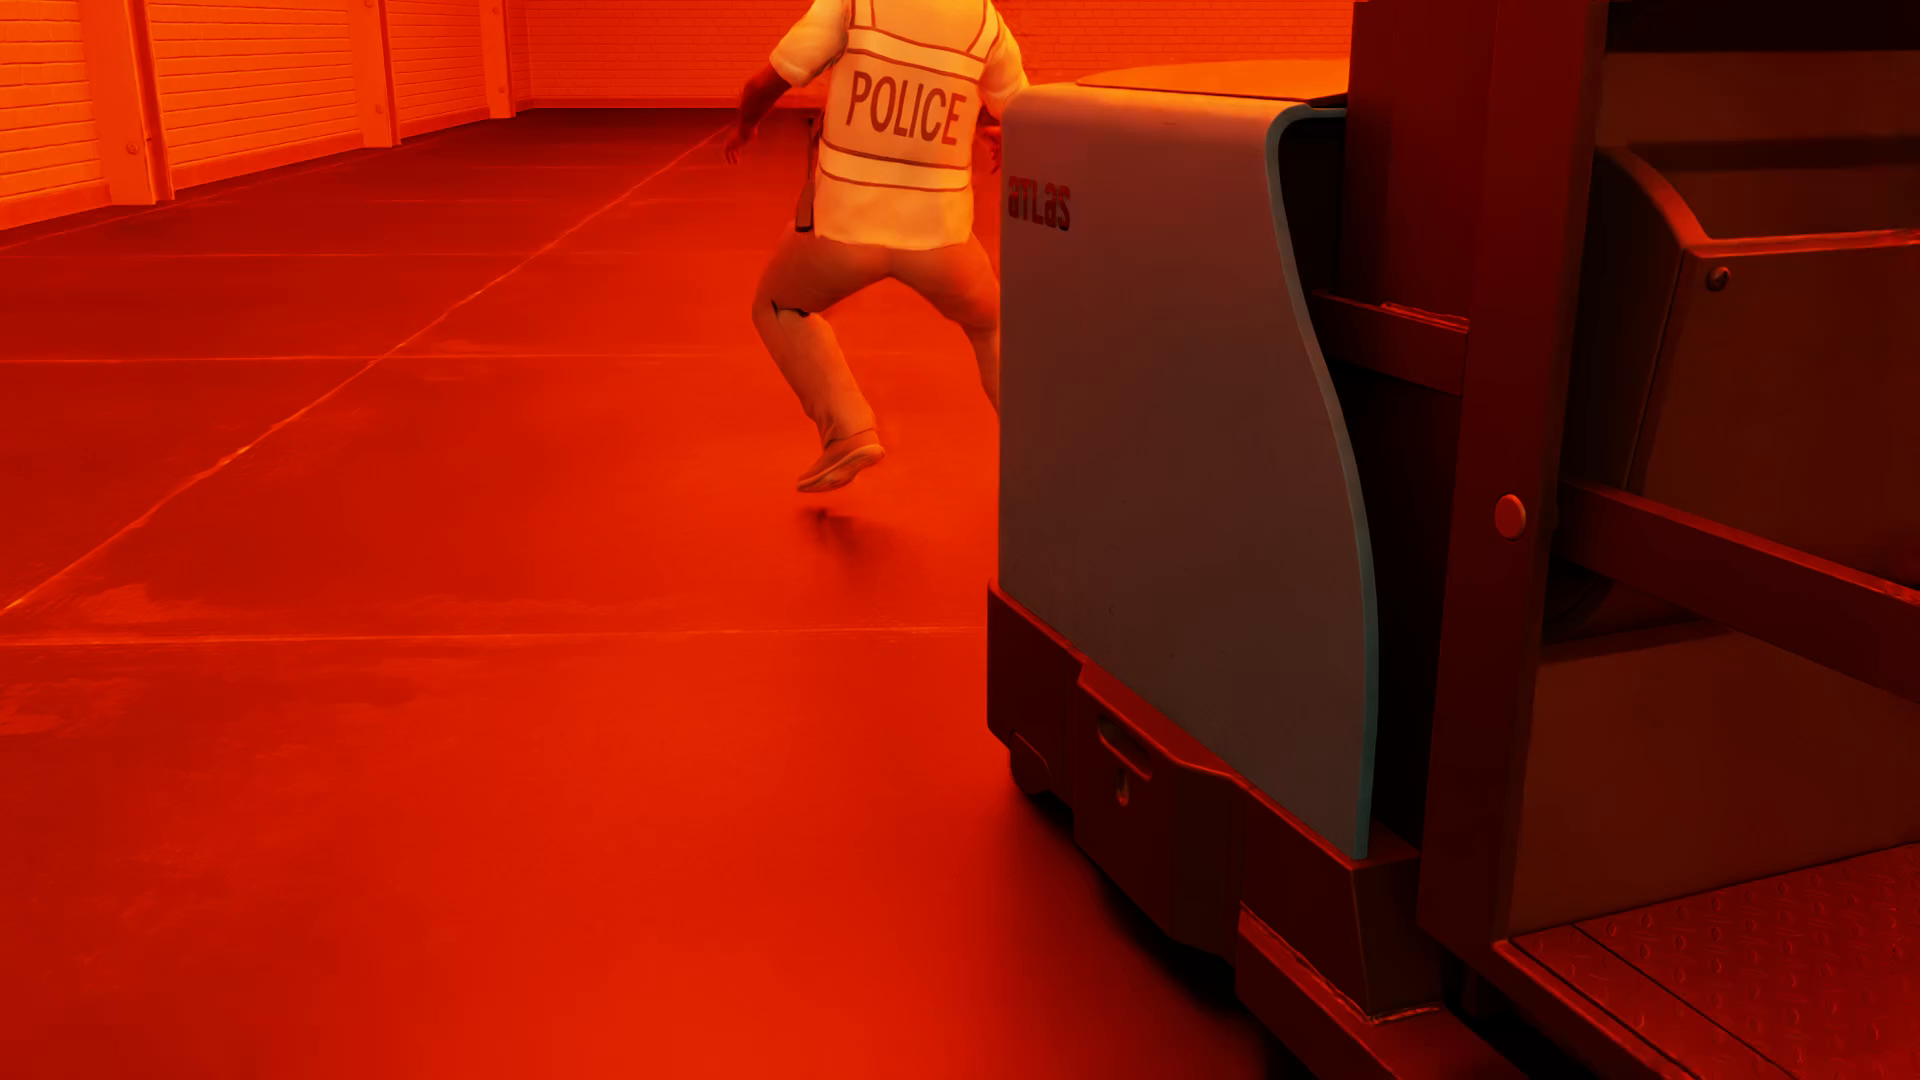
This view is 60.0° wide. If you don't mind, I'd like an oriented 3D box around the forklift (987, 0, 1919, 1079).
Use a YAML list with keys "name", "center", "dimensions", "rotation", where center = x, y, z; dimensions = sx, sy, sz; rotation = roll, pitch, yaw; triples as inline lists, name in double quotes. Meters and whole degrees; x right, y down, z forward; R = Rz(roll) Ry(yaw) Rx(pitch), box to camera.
- name: "forklift"
  center: [1.056, -0.697, 1.186]
  dimensions: [1.130, 2.935, 3.031]
  rotation: [-7, 18, -21]

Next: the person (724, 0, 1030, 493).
- name: "person"
  center: [-0.133, -0.798, 3.990]
  dimensions: [0.850, 1.481, 0.715]
  rotation: [-2, 17, -7]
